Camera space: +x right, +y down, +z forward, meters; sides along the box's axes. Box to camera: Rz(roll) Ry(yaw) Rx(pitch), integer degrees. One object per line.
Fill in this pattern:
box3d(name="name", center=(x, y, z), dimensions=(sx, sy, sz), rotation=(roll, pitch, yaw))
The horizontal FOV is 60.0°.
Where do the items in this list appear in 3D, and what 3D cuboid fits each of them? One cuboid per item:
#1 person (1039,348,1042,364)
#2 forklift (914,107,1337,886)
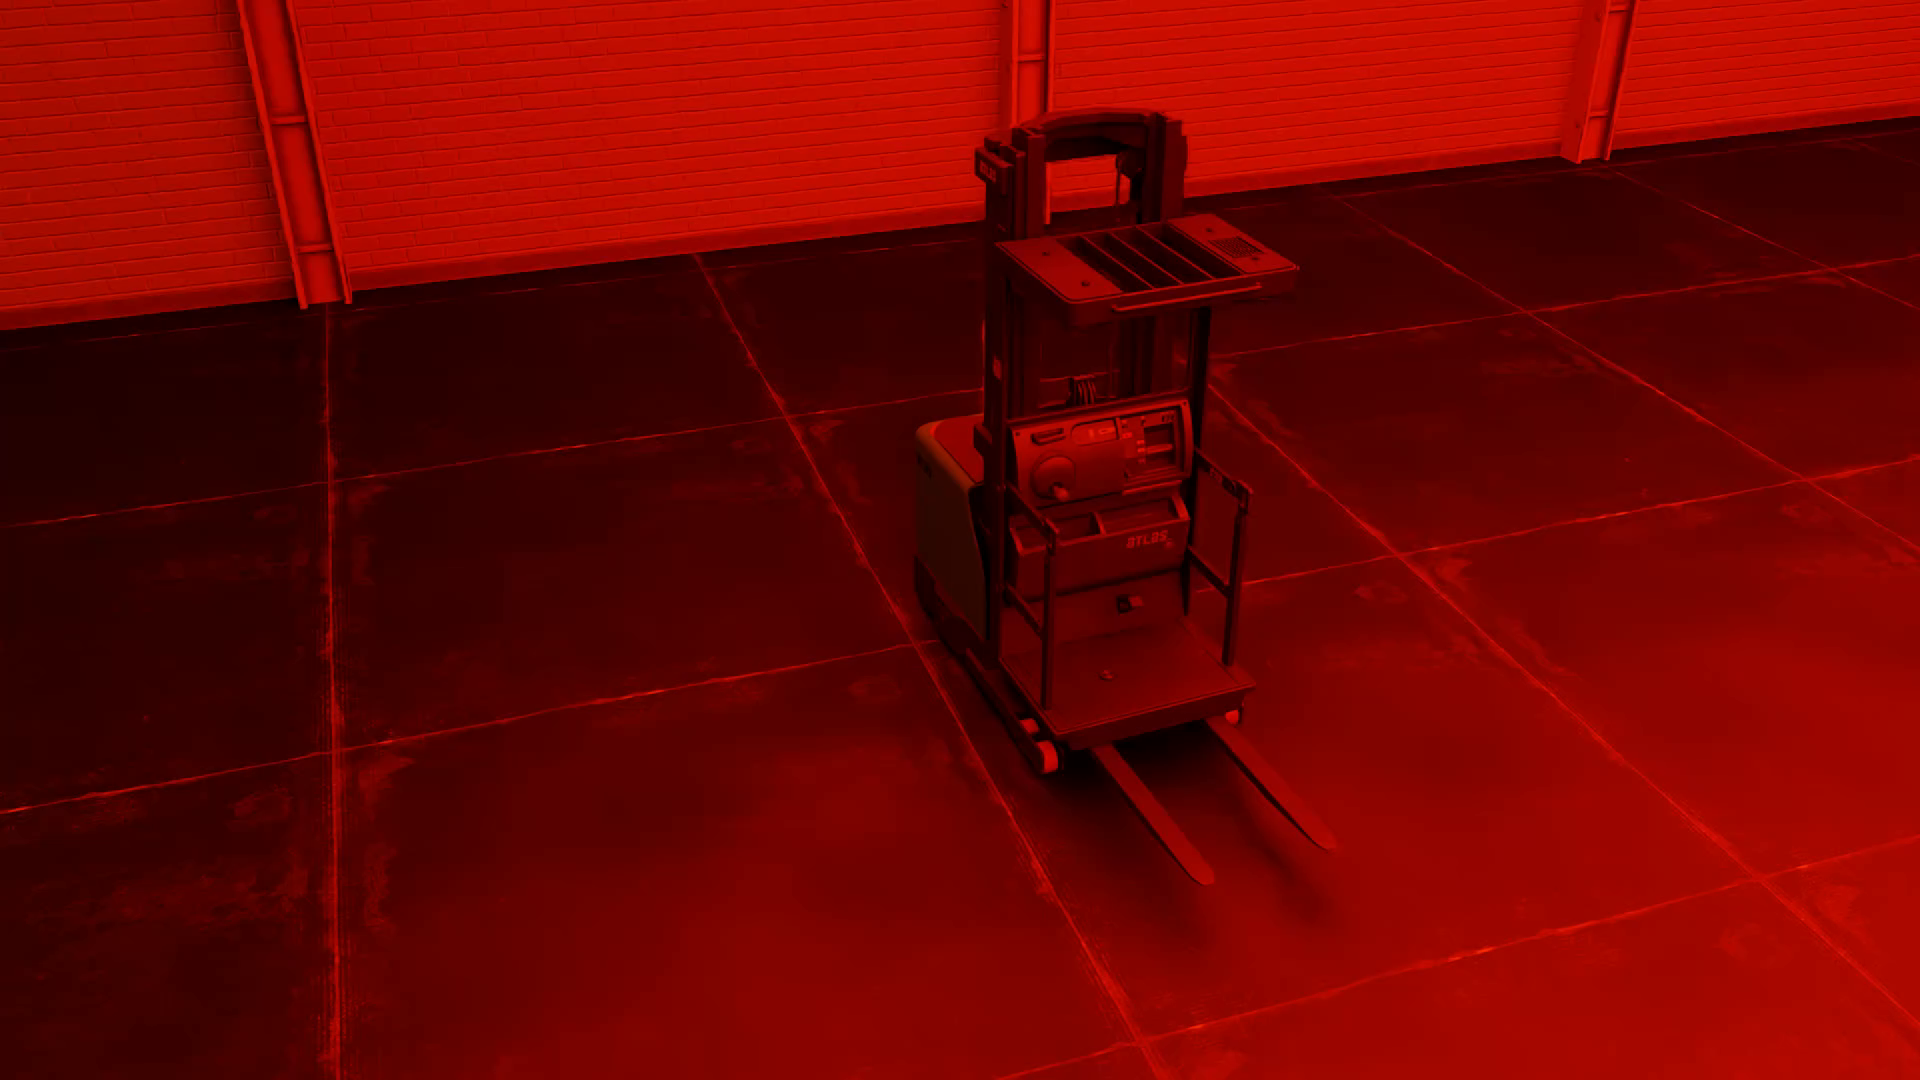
box3d(name="person", center=(0.430, -0.796, 9.784), dimensions=(0.814, 1.619, 0.645), rotation=(-15, 33, -24))
box3d(name="forklift", center=(0.767, -0.375, 7.740), dimensions=(1.130, 2.935, 3.031), rotation=(-11, 32, -19))
